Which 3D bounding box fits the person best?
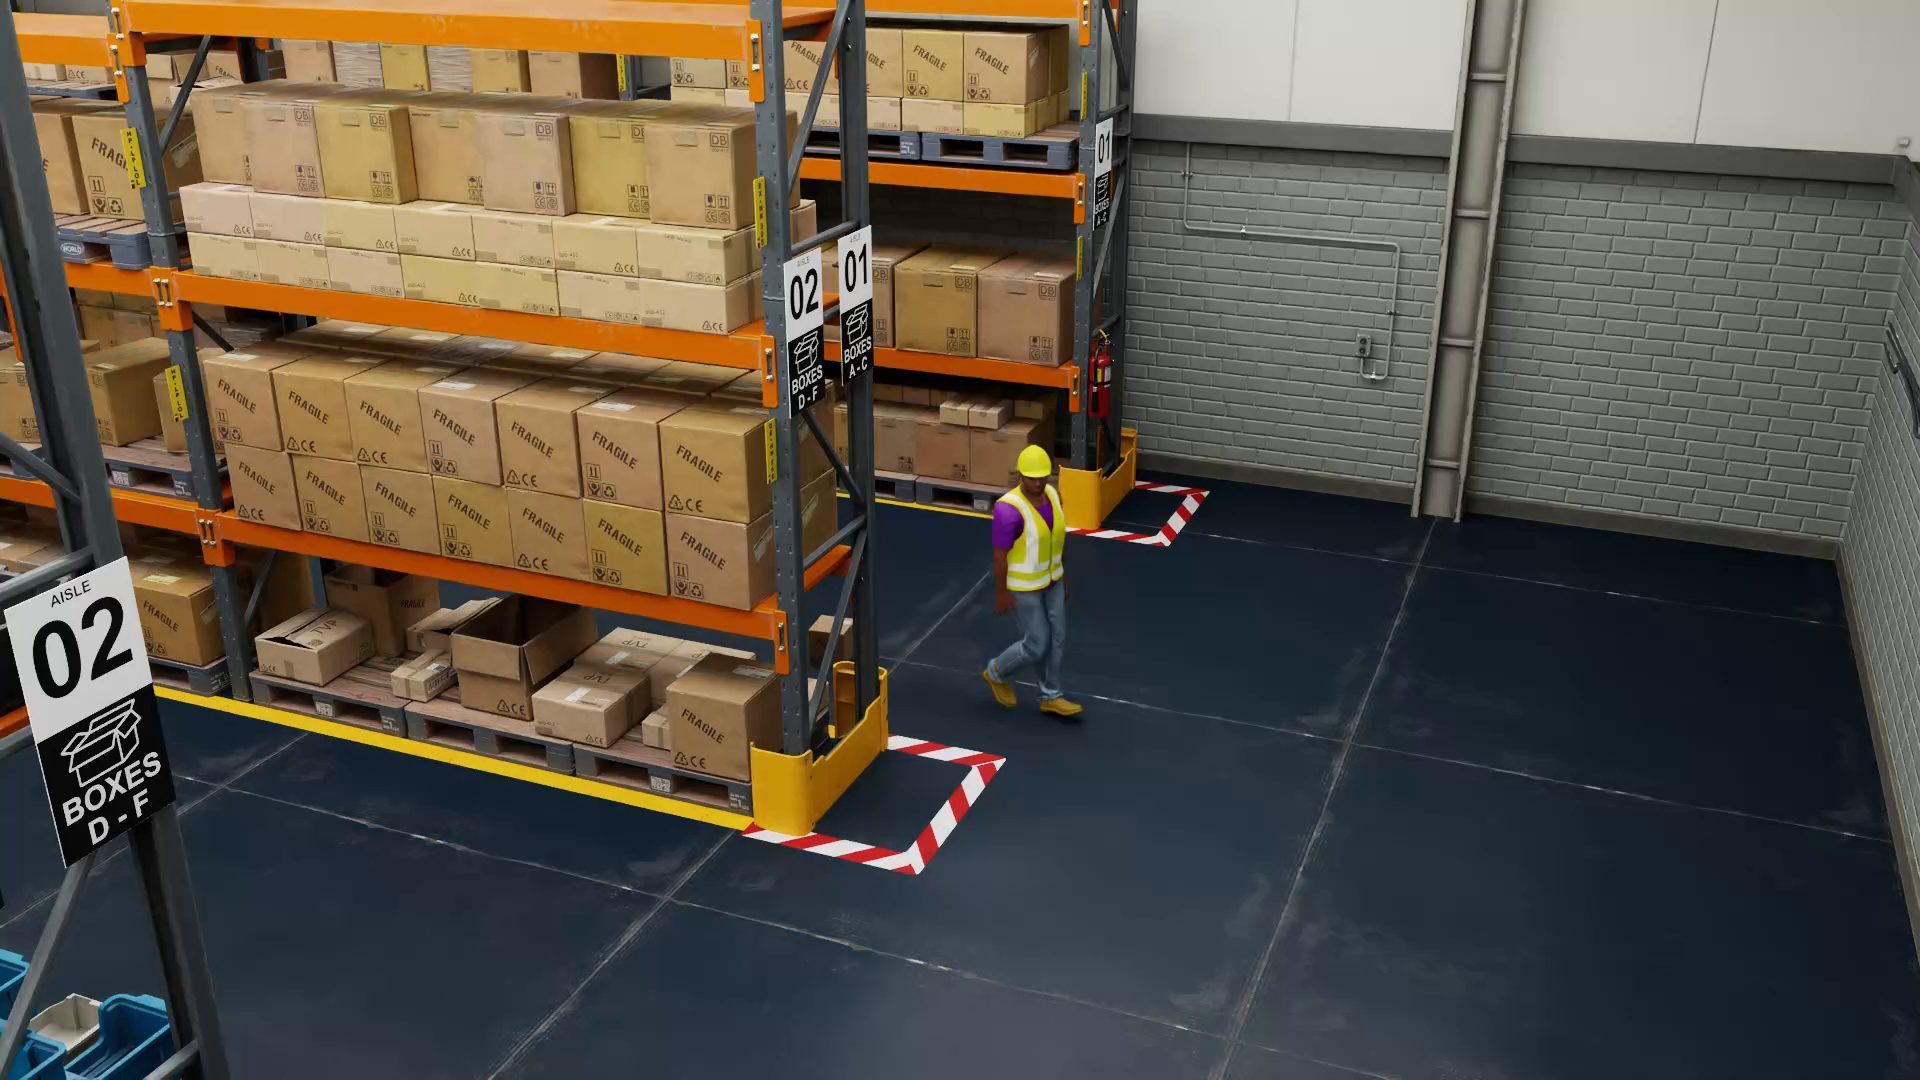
[{"bbox_3d":[0.463,0.263,10.210,0.650,1.761,0.603,18,28,37],"label":"person"}]
